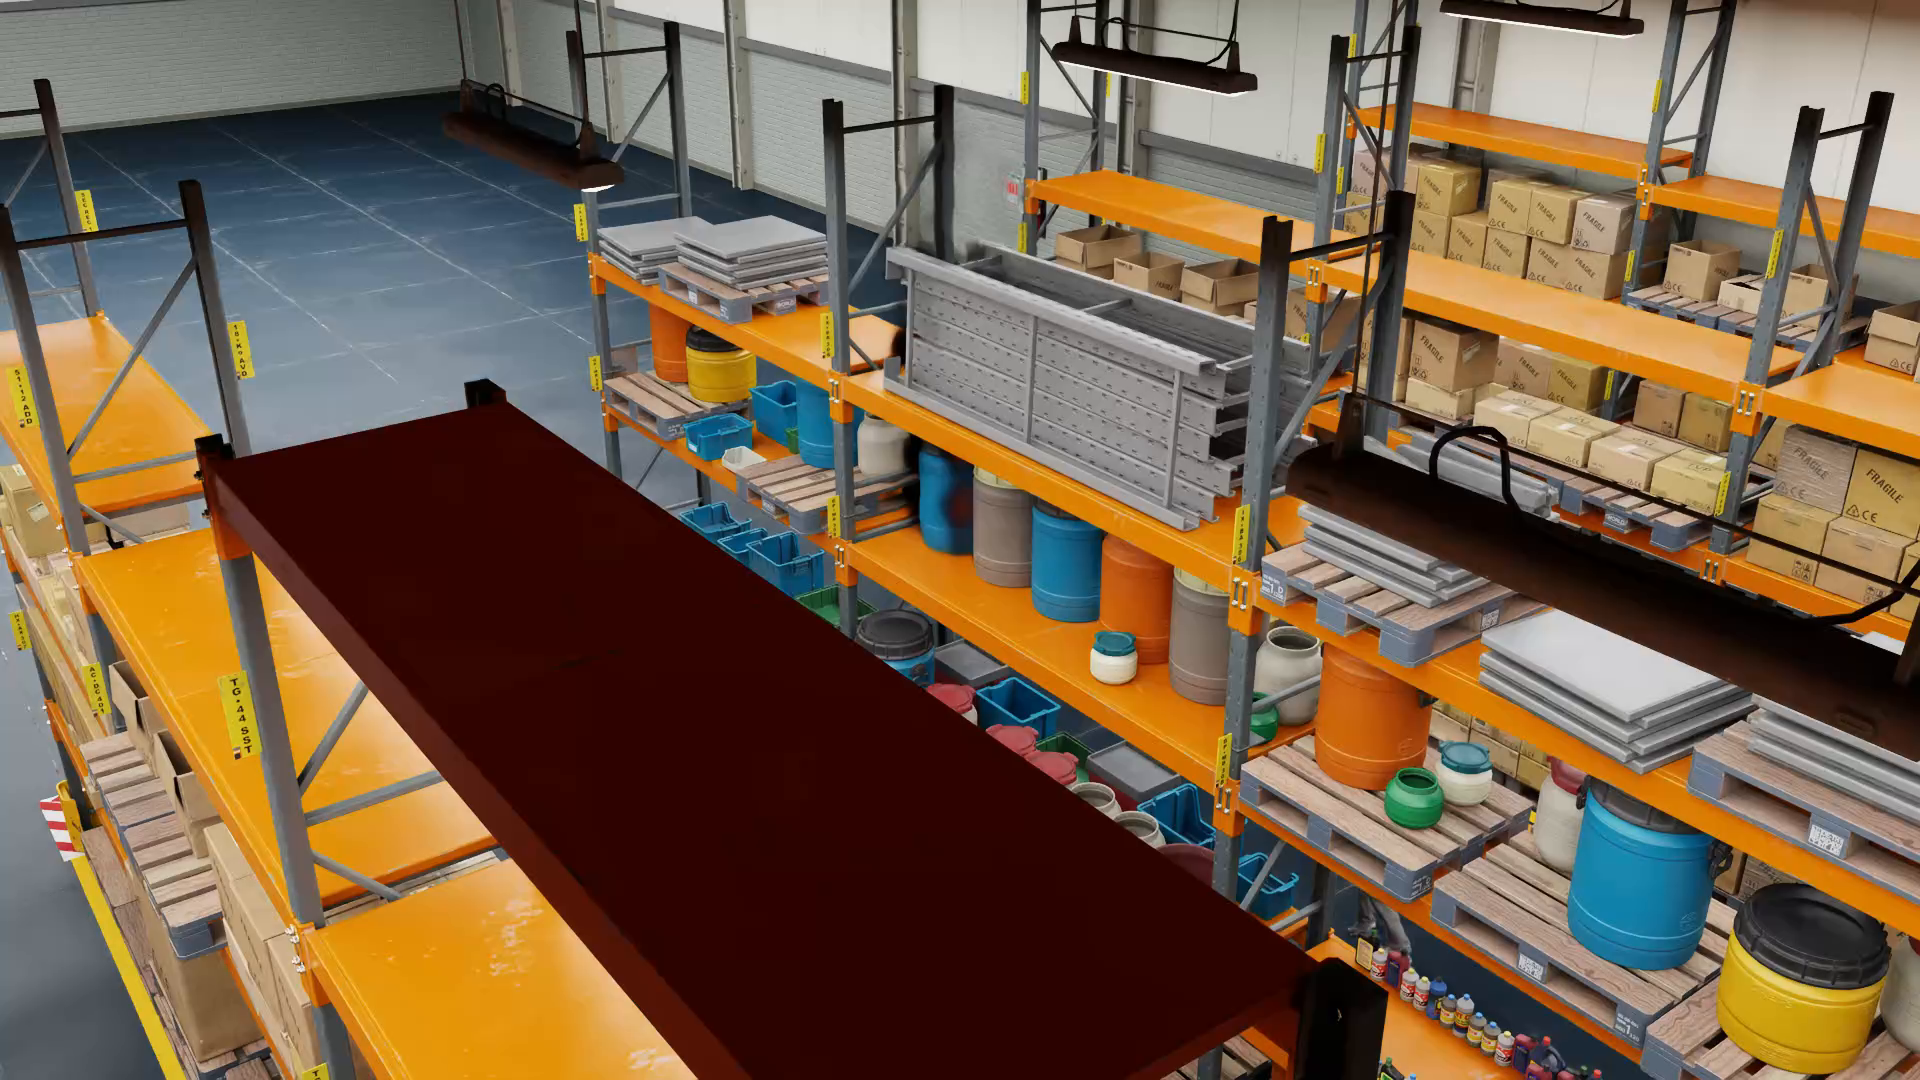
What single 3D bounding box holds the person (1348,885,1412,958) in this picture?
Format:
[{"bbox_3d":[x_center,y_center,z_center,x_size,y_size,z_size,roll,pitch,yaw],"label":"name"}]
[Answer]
[{"bbox_3d":[3.050,2.361,12.089,0.703,1.541,0.503,21,32,38],"label":"person"}]
